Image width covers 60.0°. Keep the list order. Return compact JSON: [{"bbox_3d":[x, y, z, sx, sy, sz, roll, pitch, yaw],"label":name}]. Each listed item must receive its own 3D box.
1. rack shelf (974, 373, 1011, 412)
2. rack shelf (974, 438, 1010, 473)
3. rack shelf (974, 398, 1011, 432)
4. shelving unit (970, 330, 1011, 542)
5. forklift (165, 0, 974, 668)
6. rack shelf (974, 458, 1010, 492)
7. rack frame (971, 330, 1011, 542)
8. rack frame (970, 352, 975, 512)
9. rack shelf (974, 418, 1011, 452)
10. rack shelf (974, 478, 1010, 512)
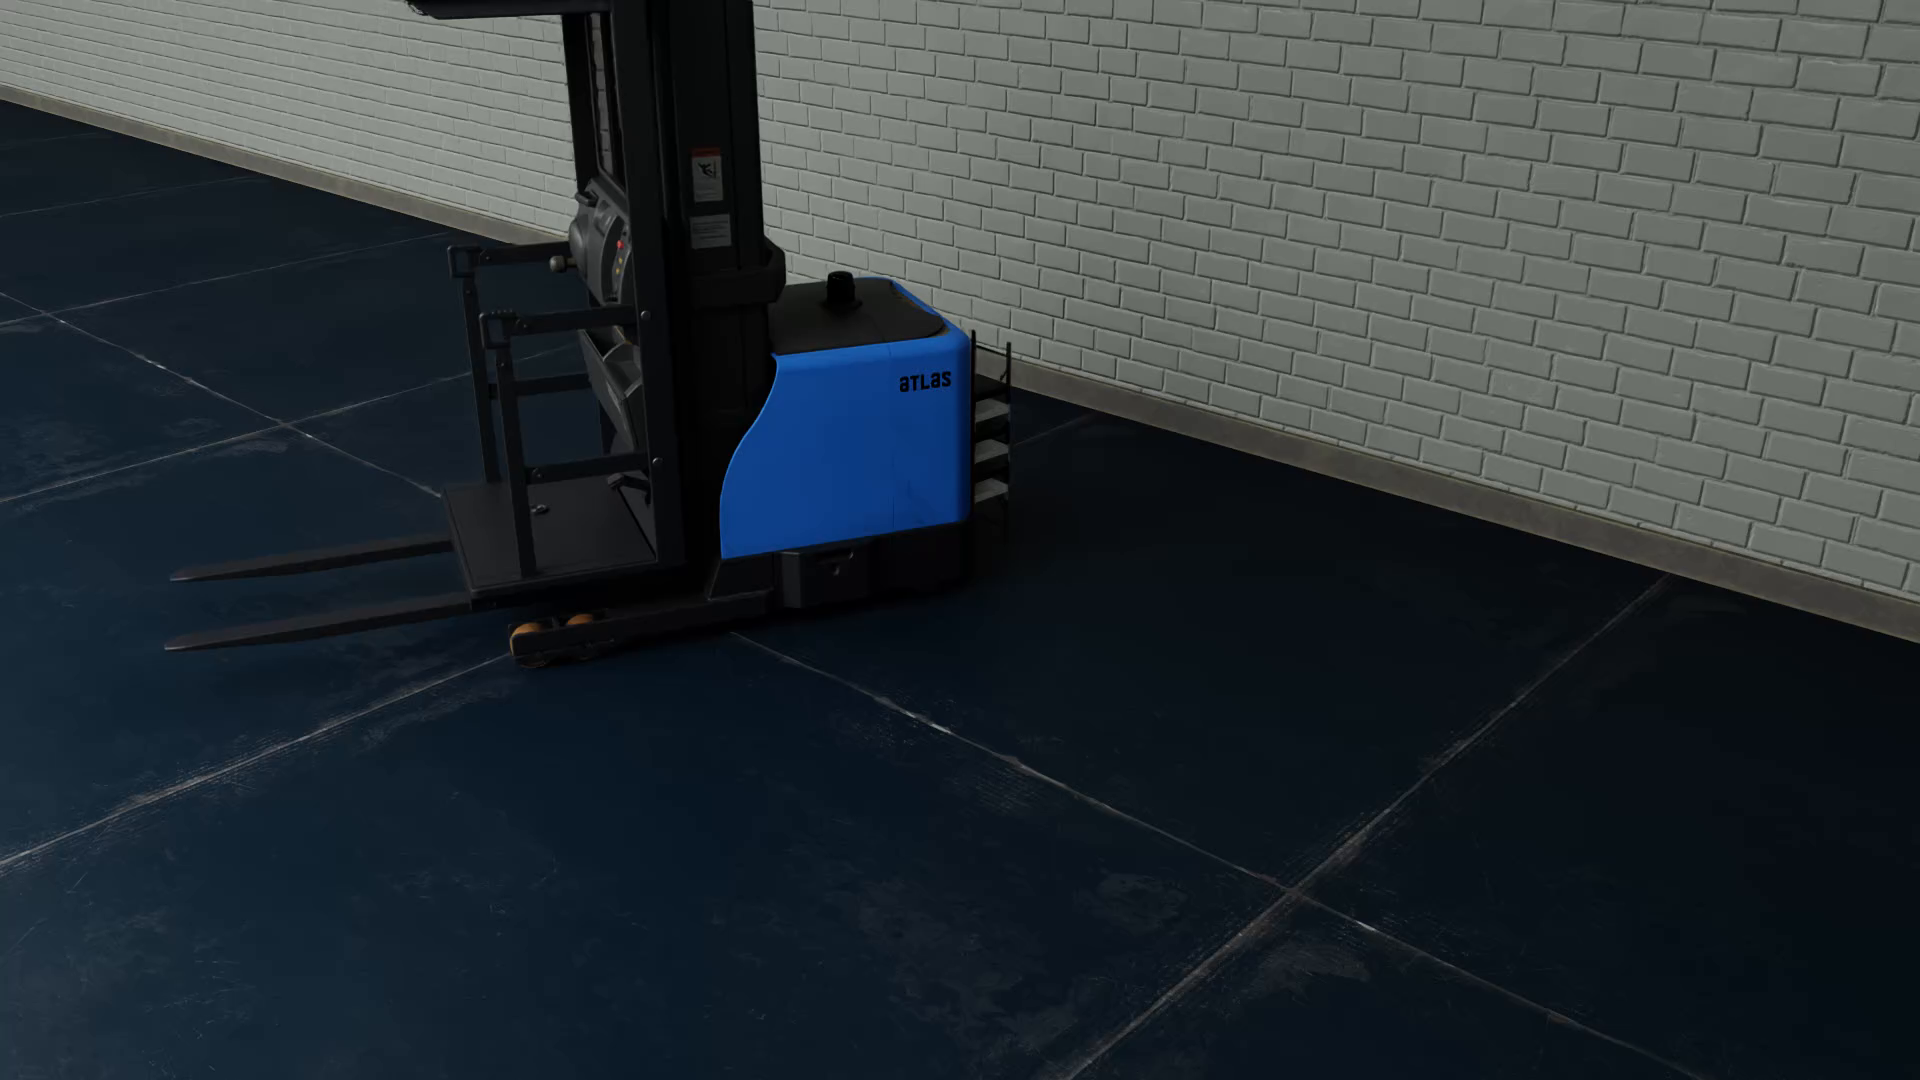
[{"bbox_3d":[0.054,-0.628,6.972,0.200,0.077,0.258,-20,31,-37],"label":"rack shelf"},{"bbox_3d":[0.054,-0.382,7.083,0.200,0.077,0.258,-20,31,-37],"label":"rack shelf"},{"bbox_3d":[0.054,-0.546,7.009,0.200,0.077,0.258,-20,31,-37],"label":"rack shelf"},{"bbox_3d":[0.054,-0.412,7.069,0.210,0.900,0.258,-20,31,-37],"label":"shelving unit"},{"bbox_3d":[-1.513,-1.105,6.131,3.031,2.935,1.130,-9,26,-20],"label":"forklift"},{"bbox_3d":[0.053,-0.300,7.120,0.200,0.077,0.258,-20,31,-37],"label":"rack shelf"},{"bbox_3d":[0.130,-0.440,7.131,0.006,0.900,0.240,-20,31,-37],"label":"rack frame"},{"bbox_3d":[-0.022,-0.385,7.008,0.006,0.900,0.240,-20,31,-37],"label":"rack frame"},{"bbox_3d":[0.054,-0.464,7.046,0.200,0.077,0.258,-20,31,-37],"label":"rack shelf"},{"bbox_3d":[0.053,-0.218,7.157,0.200,0.077,0.258,-20,31,-37],"label":"rack shelf"}]
